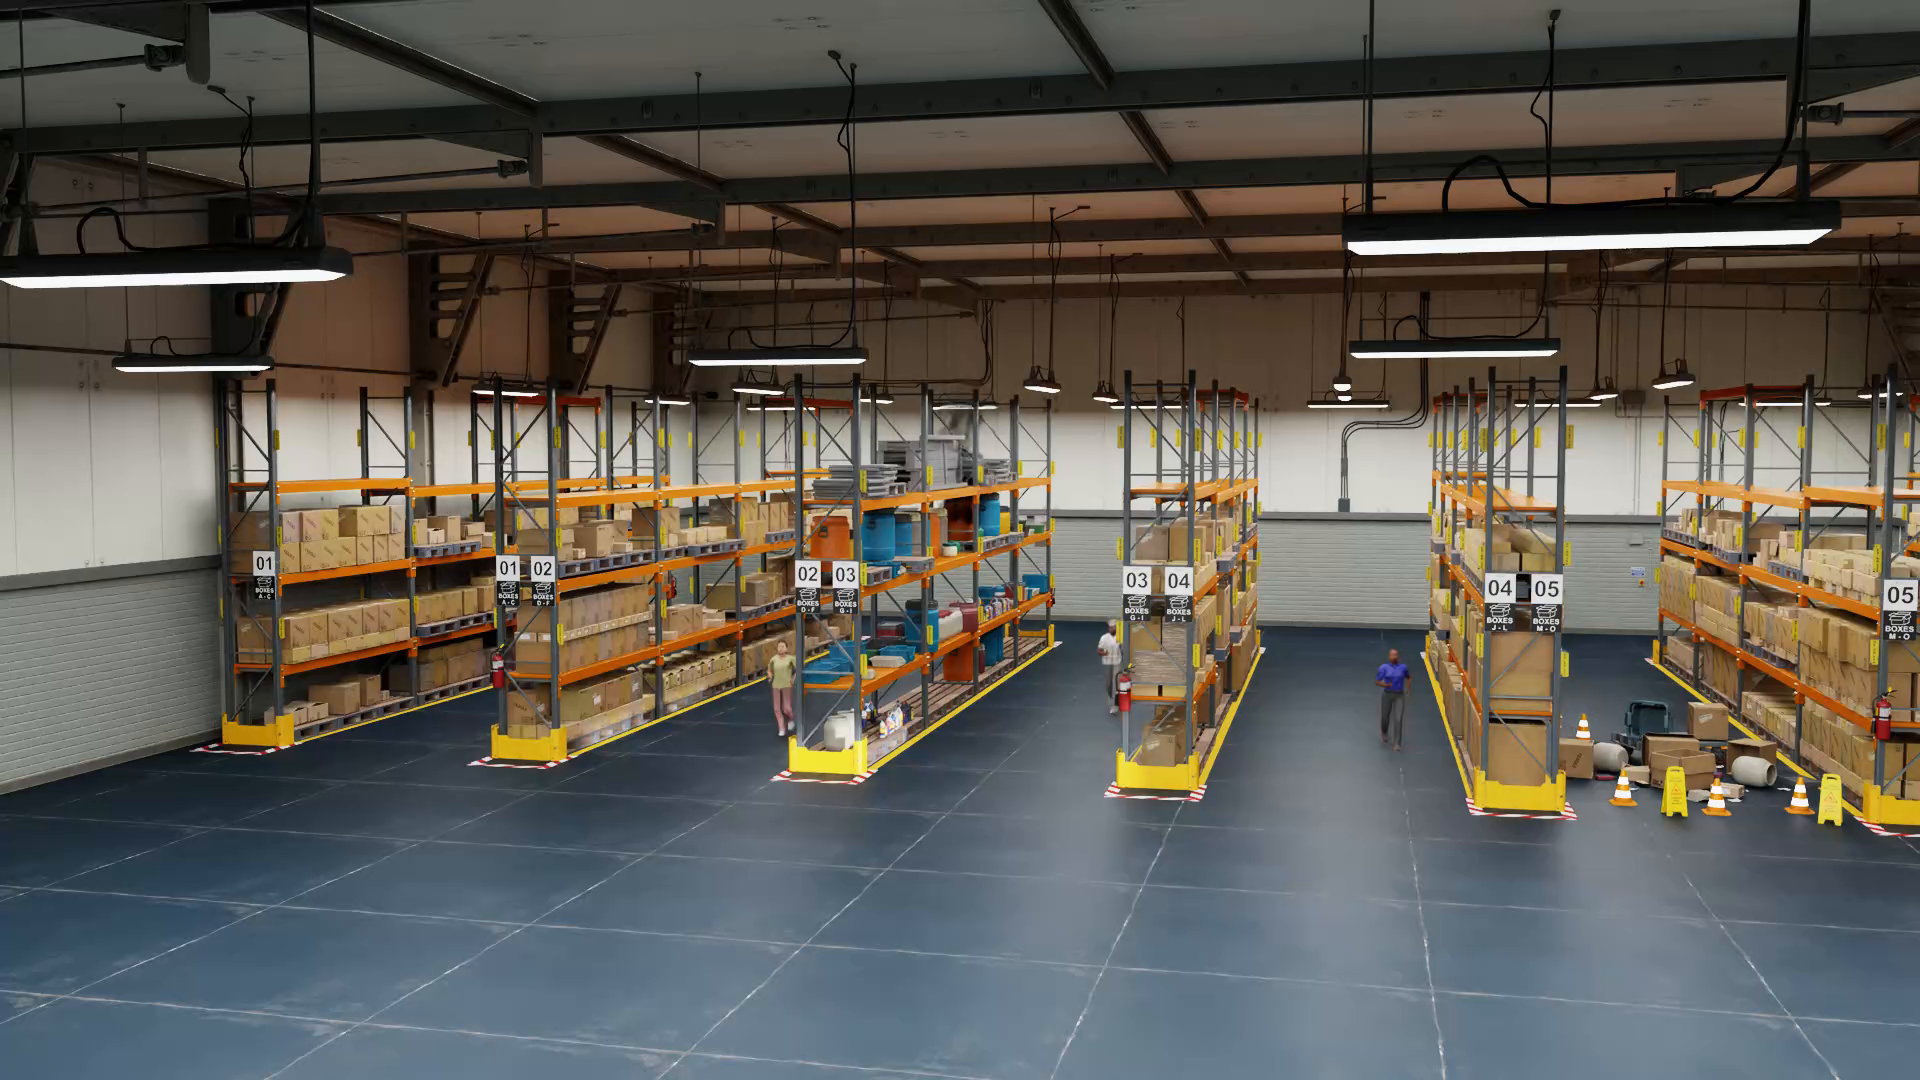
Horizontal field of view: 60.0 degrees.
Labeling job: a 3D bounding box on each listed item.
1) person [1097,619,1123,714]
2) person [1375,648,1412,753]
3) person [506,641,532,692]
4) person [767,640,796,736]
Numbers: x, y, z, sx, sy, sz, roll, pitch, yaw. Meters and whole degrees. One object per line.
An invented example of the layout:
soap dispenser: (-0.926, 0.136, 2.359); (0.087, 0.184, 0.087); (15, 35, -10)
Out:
person: (2.817, 2.293, 30.620); (0.586, 1.685, 0.891); (1, 3, 9)
person: (6.997, 2.557, 26.846); (0.589, 1.628, 0.909); (1, 3, 9)
person: (-7.701, 2.397, 29.316); (0.714, 1.750, 0.918); (1, 4, 16)
person: (-3.002, 2.499, 28.136); (0.577, 1.620, 0.562); (0, 3, 6)
